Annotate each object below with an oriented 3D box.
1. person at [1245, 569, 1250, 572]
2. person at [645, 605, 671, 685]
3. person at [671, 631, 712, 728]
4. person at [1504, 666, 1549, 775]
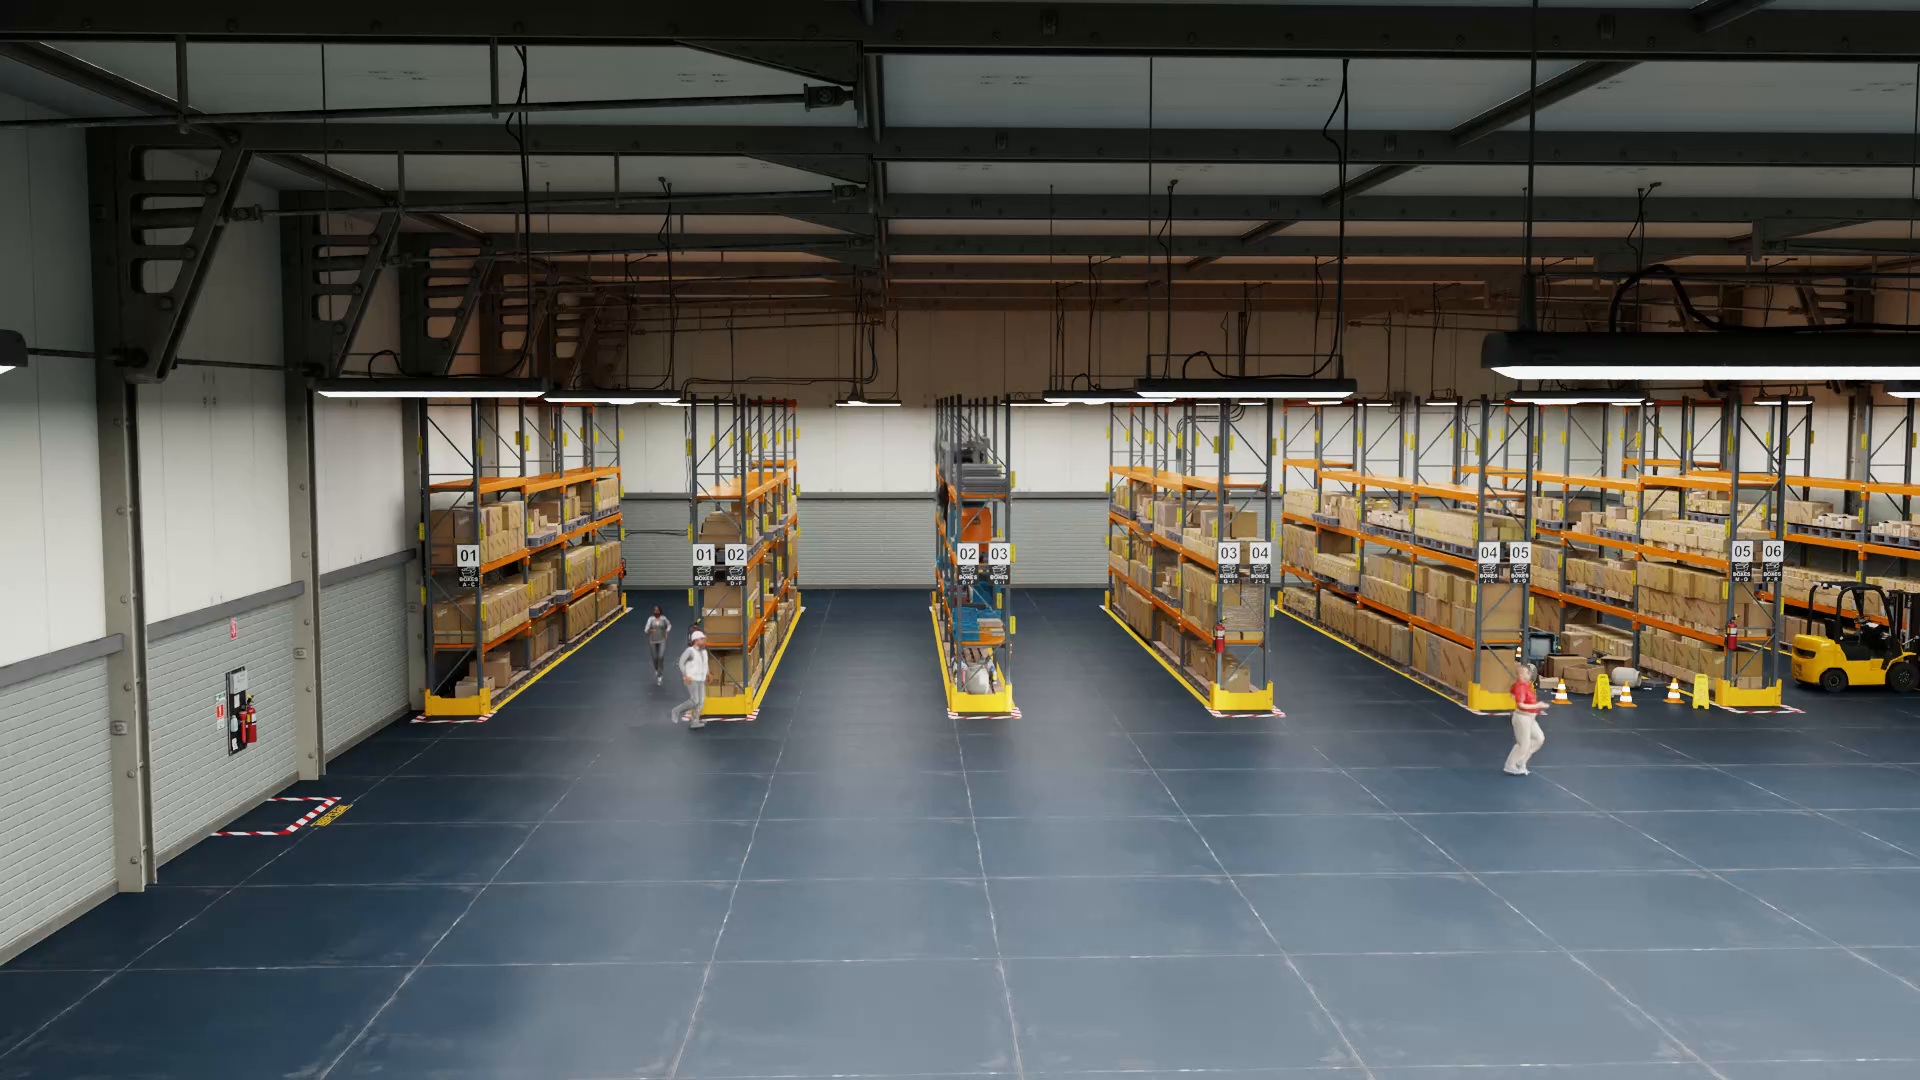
[{"bbox_3d":[7.992,1.333,45.827,0.485,1.641,0.774,0,5,5],"label":"person"},{"bbox_3d":[-6.319,2.165,34.767,0.532,1.612,0.798,-1,5,-6],"label":"person"},{"bbox_3d":[-4.784,2.511,29.985,0.652,1.733,0.737,2,5,29],"label":"person"},{"bbox_3d":[8.860,2.837,25.957,0.660,1.740,0.644,2,5,27],"label":"person"}]
